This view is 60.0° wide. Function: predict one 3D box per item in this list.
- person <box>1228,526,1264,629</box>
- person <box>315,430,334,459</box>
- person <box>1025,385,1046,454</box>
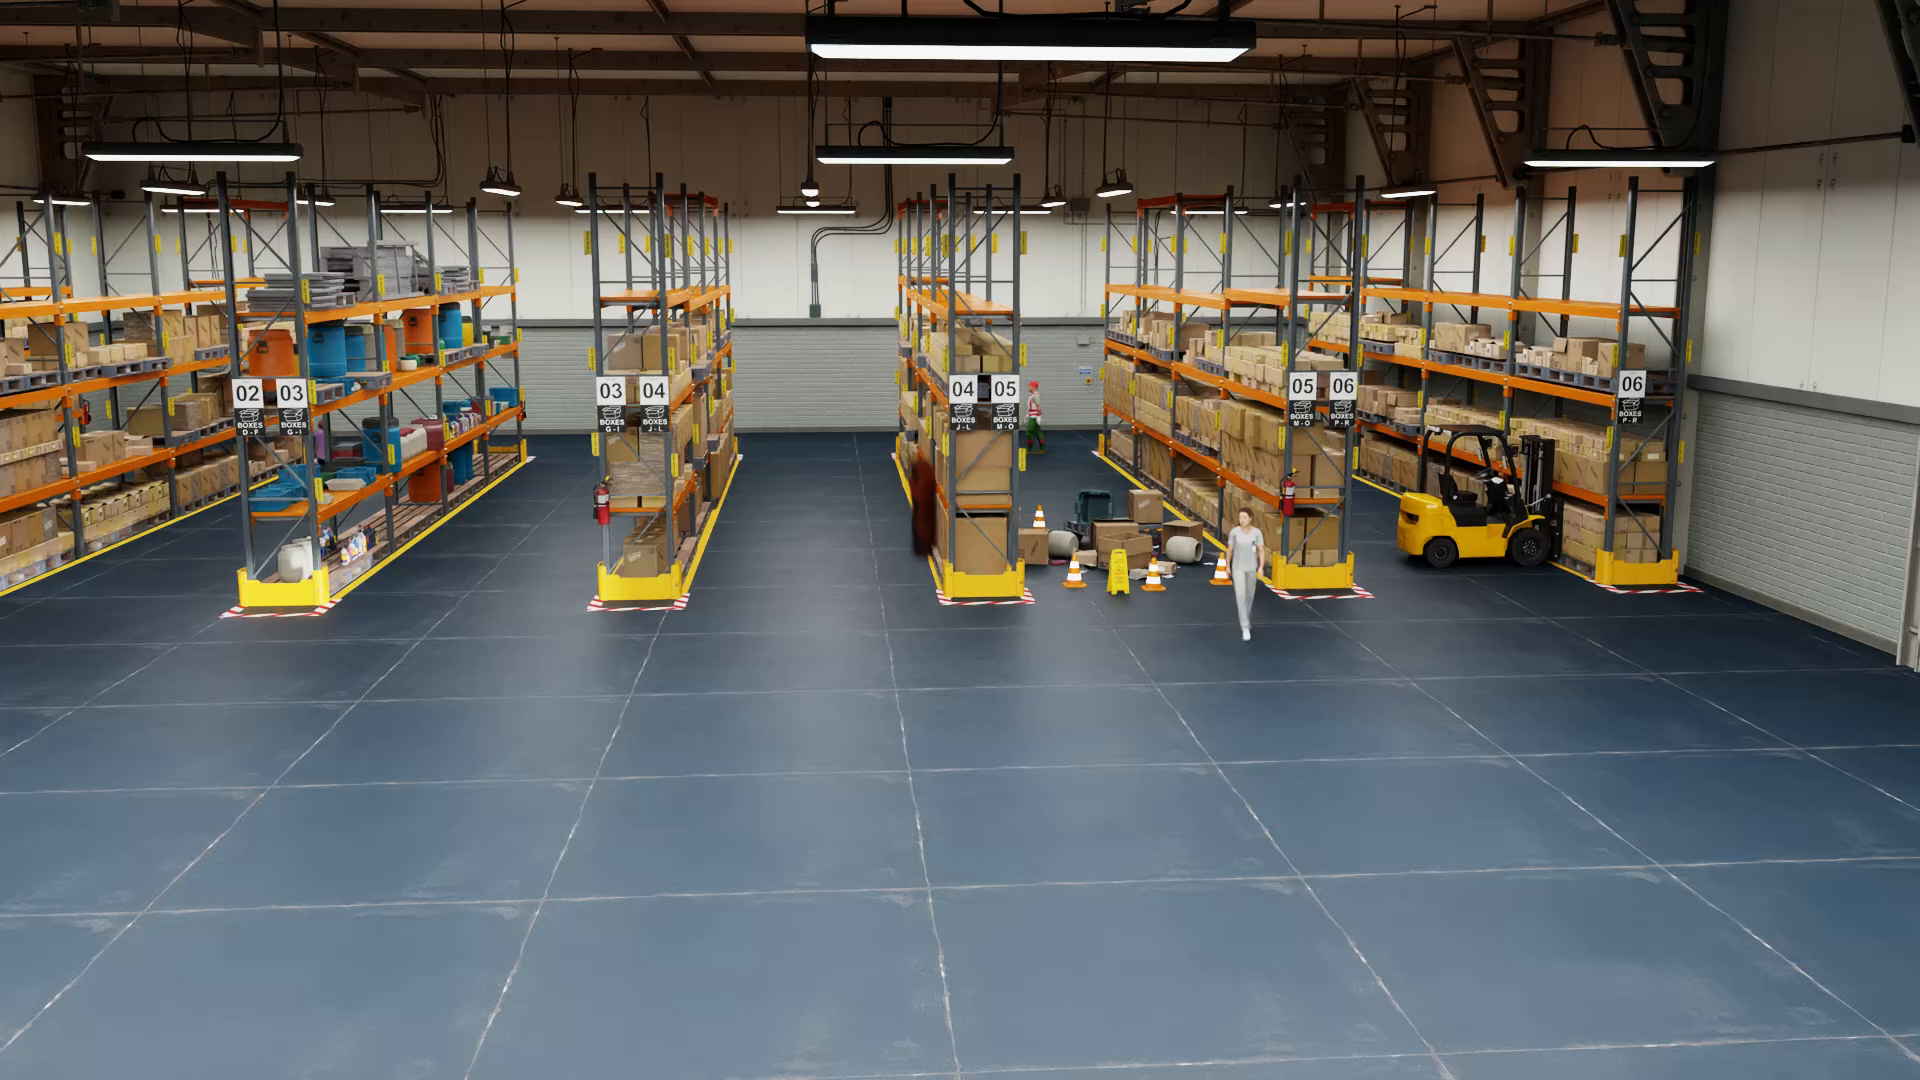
[{"bbox_3d":[3.727,0.480,21.694,0.463,1.329,0.714,0,10,-2],"label":"person"},{"bbox_3d":[-12.739,-1.925,33.351,0.439,0.579,0.314,5,11,25],"label":"person"},{"bbox_3d":[1.757,-2.931,40.304,0.664,1.749,0.575,0,10,0],"label":"person"}]
